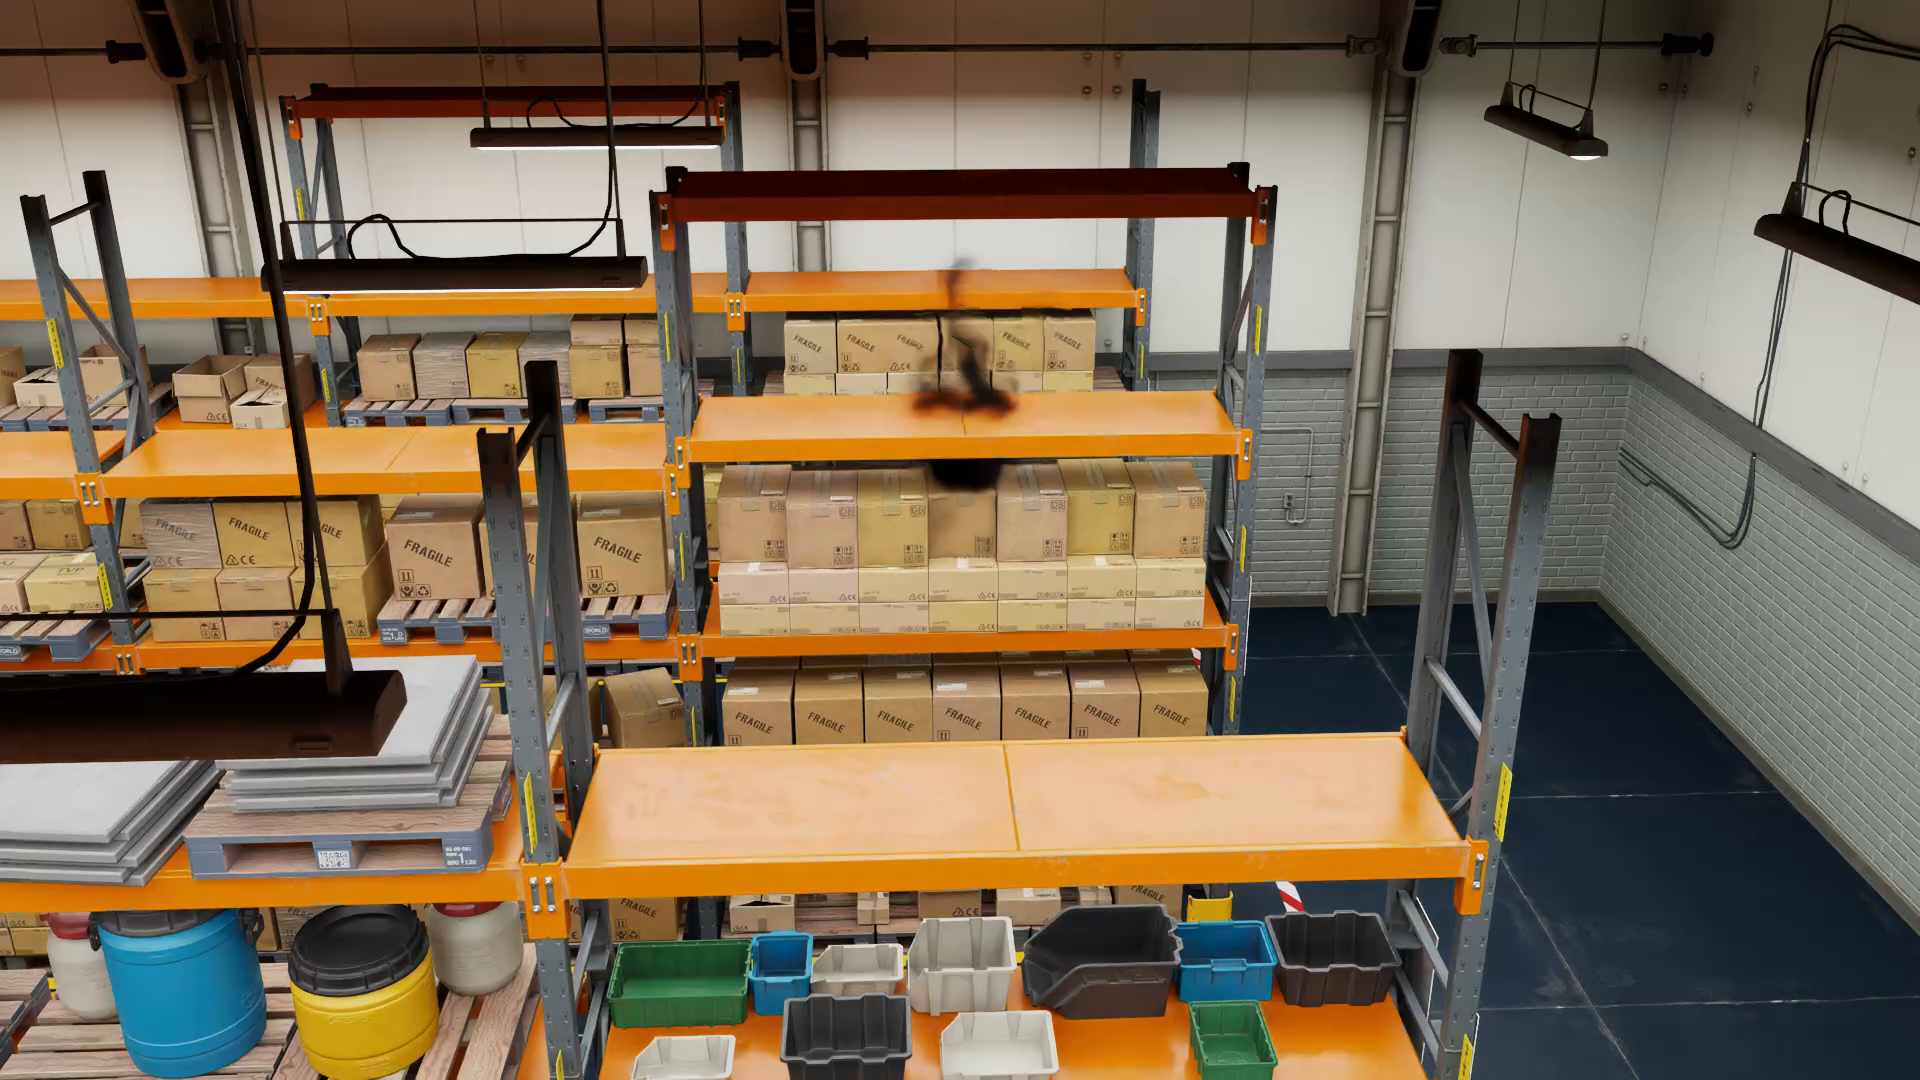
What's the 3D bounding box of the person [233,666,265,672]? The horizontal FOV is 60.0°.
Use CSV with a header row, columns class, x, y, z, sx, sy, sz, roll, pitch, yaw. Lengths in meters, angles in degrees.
class,x,y,z,sx,sy,sz,roll,pitch,yaw
person,-6.359,1.664,14.865,0.518,1.659,0.607,-2,22,-4
